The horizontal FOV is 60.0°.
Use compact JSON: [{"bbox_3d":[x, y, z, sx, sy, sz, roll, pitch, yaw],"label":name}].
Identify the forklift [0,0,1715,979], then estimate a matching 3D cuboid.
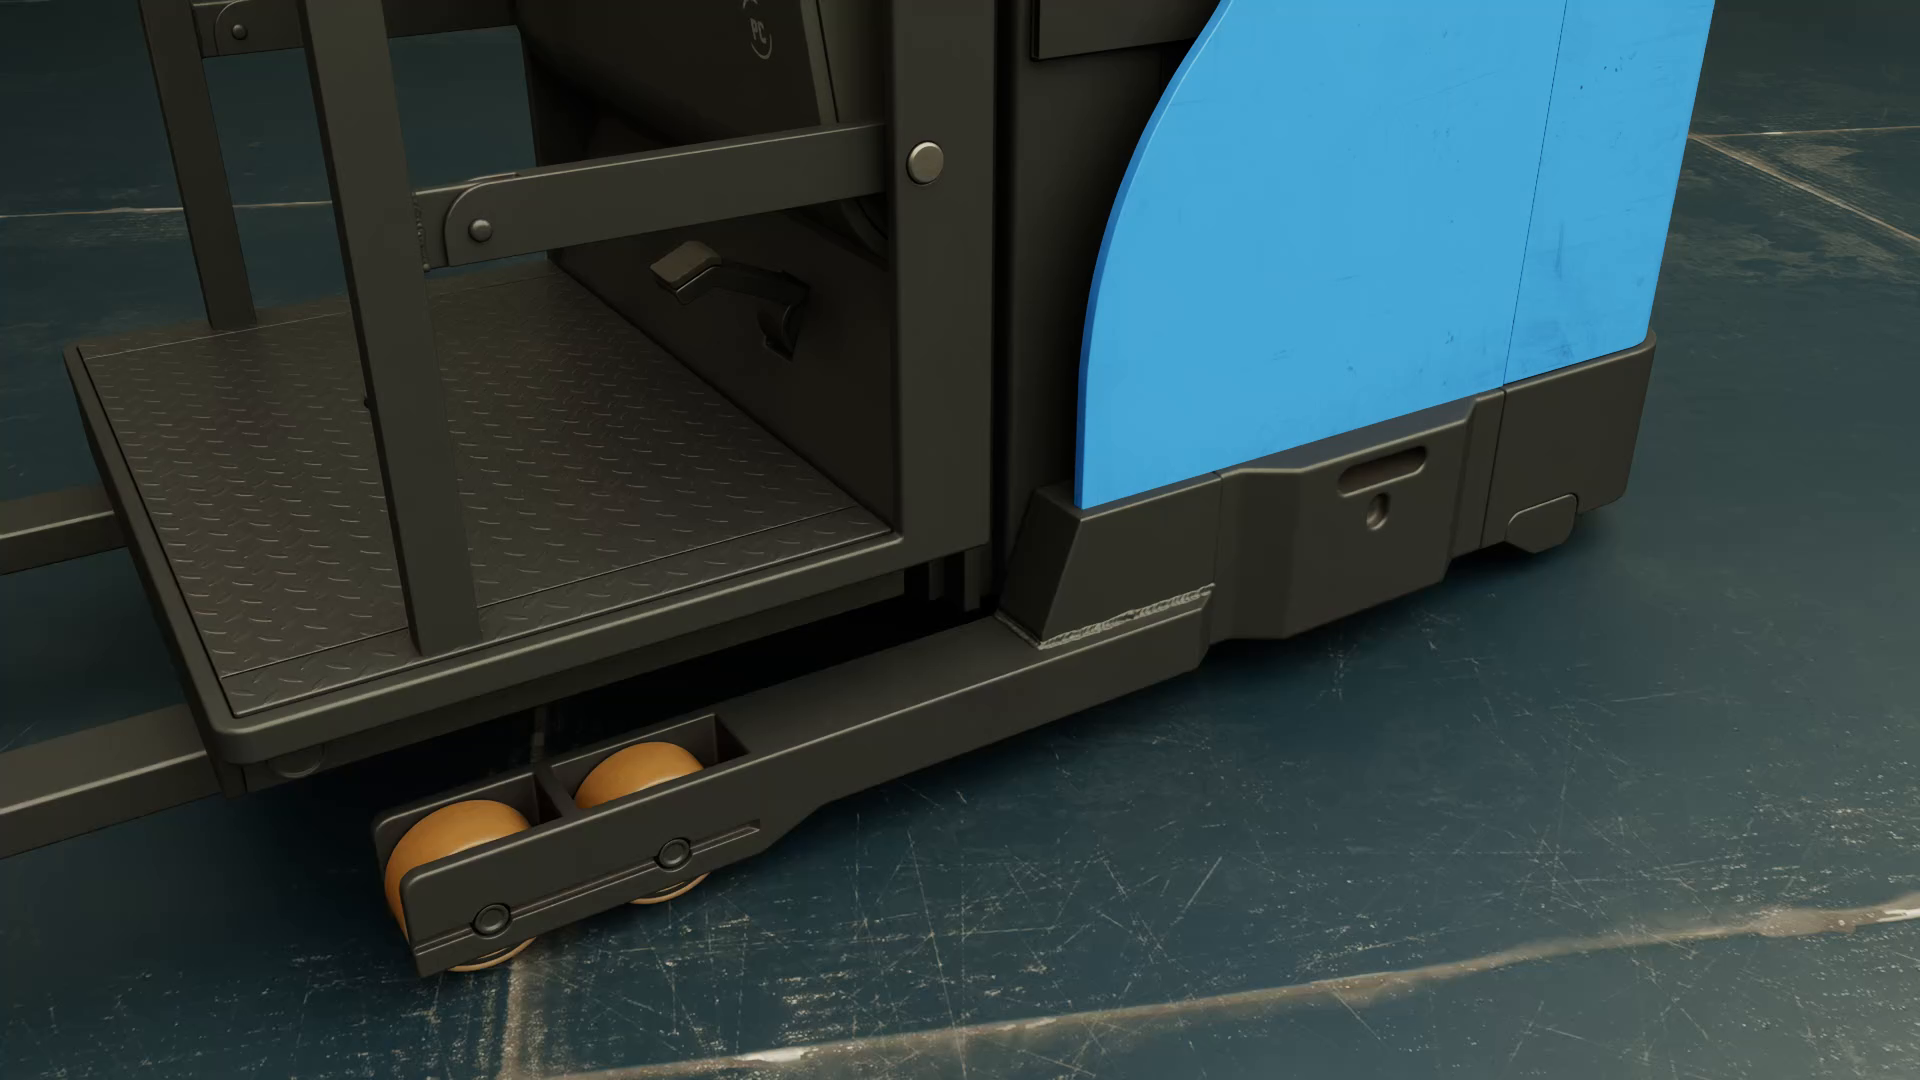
[{"bbox_3d":[-0.516,-1.144,1.529,3.031,2.935,1.130,-16,32,-28],"label":"forklift"}]
